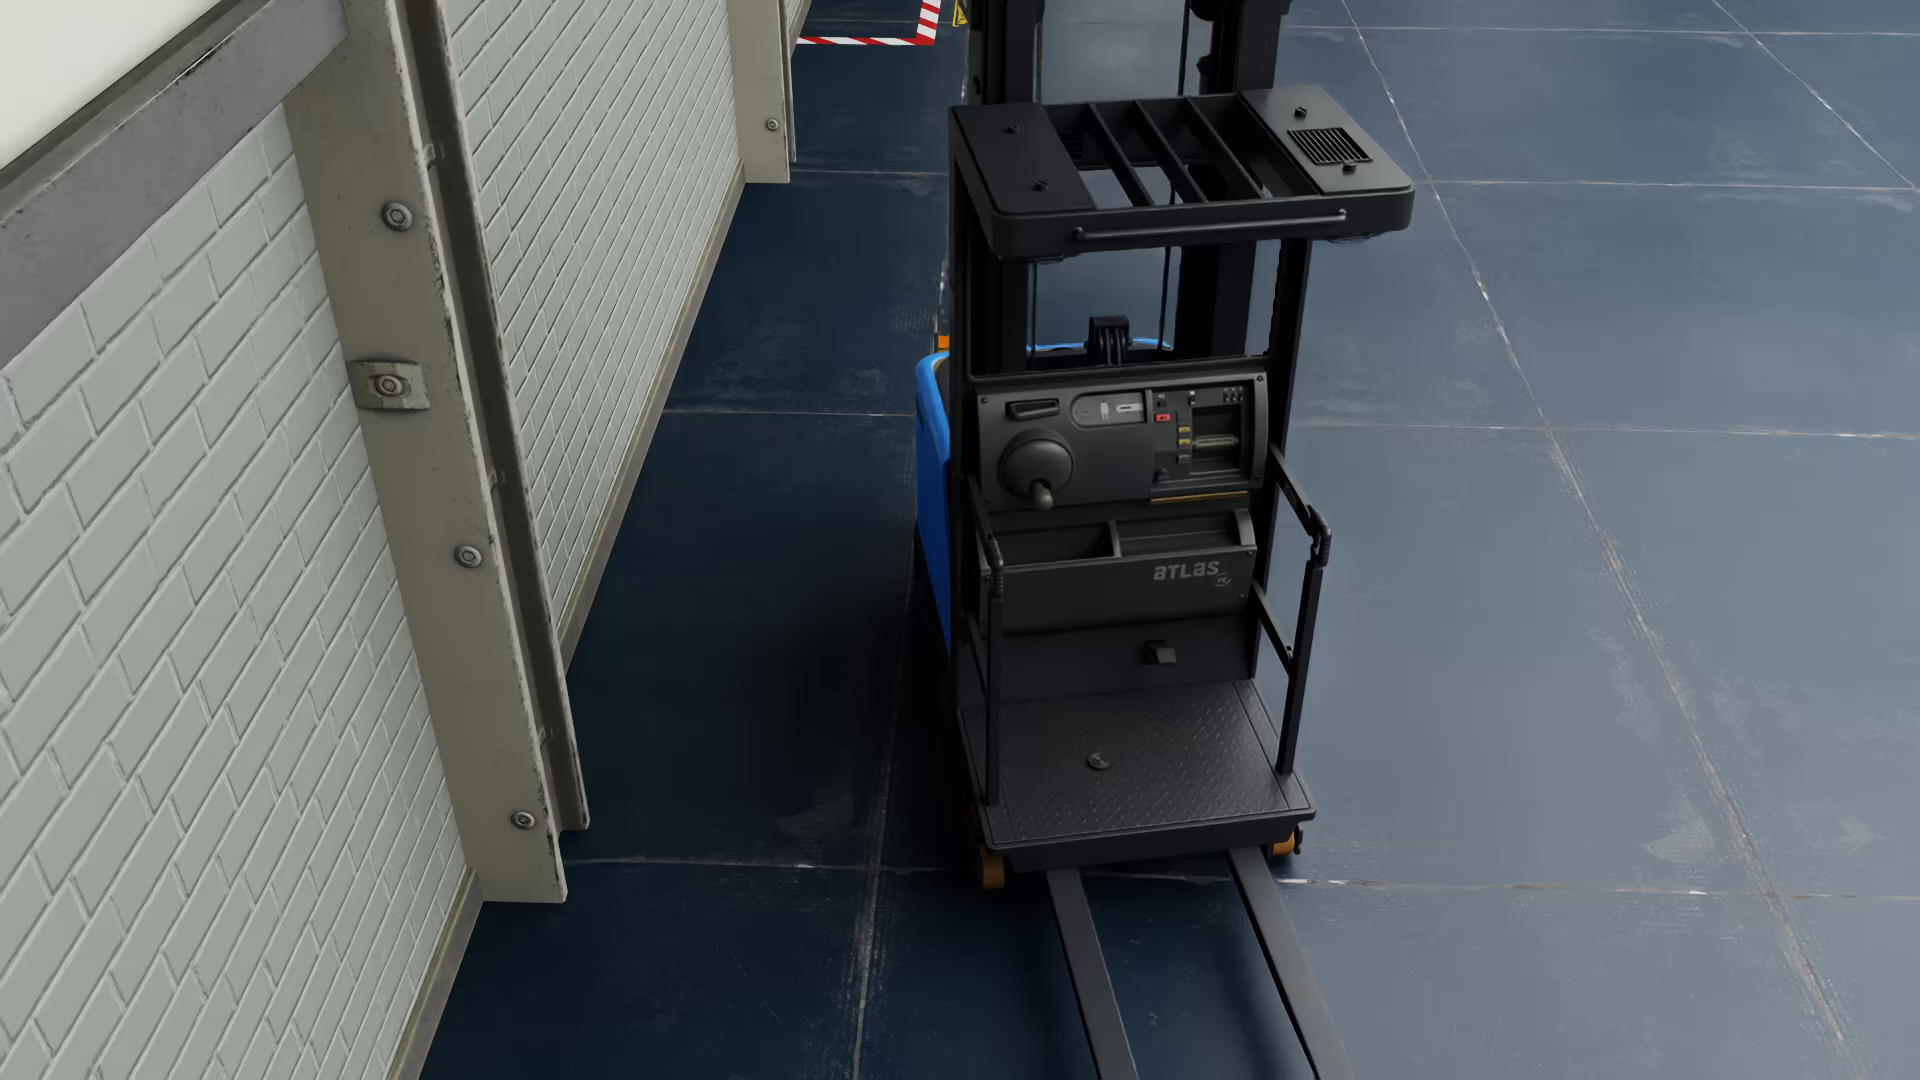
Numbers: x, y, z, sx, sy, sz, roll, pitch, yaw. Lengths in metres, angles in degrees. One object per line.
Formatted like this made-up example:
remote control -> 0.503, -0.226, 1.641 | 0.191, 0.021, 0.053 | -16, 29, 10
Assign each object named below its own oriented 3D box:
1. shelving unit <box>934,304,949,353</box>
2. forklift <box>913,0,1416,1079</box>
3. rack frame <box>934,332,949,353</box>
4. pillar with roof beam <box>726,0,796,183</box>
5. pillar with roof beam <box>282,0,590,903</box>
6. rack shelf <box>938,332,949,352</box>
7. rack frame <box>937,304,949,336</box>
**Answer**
shelving unit -> 0.002, -0.460, 6.992 | 0.215, 1.050, 0.252 | 1, 35, 2
forklift -> 0.550, -0.250, 5.056 | 1.130, 2.935, 3.031 | -5, 35, -7
rack frame -> -0.003, -0.390, 6.892 | 0.200, 1.050, 0.008 | 1, 35, 2
pillar with roof beam -> 3.079, -5.939, 7.875 | 9.100, 9.000, 0.400 | 1, 35, 2
pillar with roof beam -> 2.838, -2.492, 2.970 | 9.100, 9.000, 0.400 | 1, 35, 2
rack shelf -> 0.002, -0.684, 6.835 | 0.215, 0.259, 0.240 | 1, 35, 2
rack frame -> 0.007, -0.530, 7.092 | 0.200, 1.050, 0.008 | 1, 35, 2
